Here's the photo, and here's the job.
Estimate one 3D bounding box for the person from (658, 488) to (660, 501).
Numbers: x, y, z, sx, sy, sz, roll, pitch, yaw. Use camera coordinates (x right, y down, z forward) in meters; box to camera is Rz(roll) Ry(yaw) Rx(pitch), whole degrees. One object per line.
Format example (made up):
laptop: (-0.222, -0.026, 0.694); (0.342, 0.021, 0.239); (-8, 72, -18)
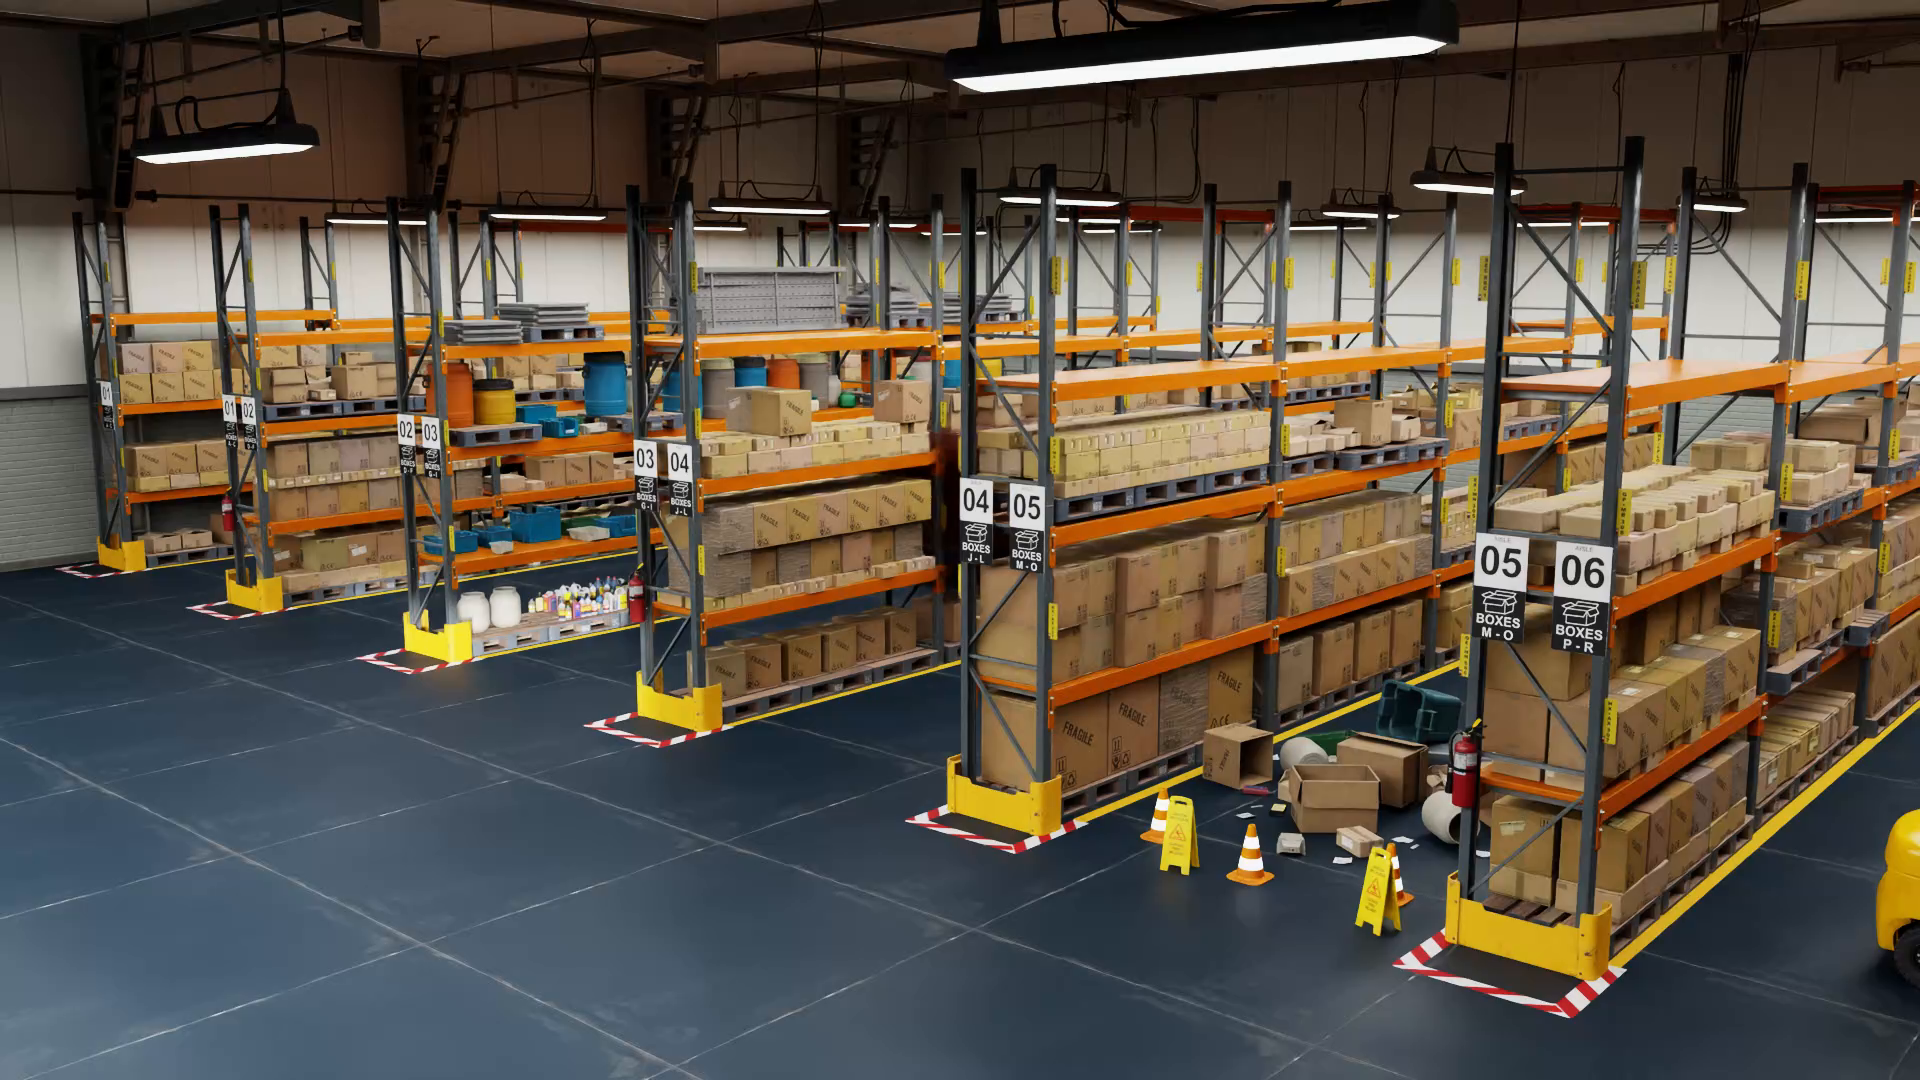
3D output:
person: (-6.467, -1.408, 34.501); (0.543, 1.713, 1.093); (7, 12, 37)
